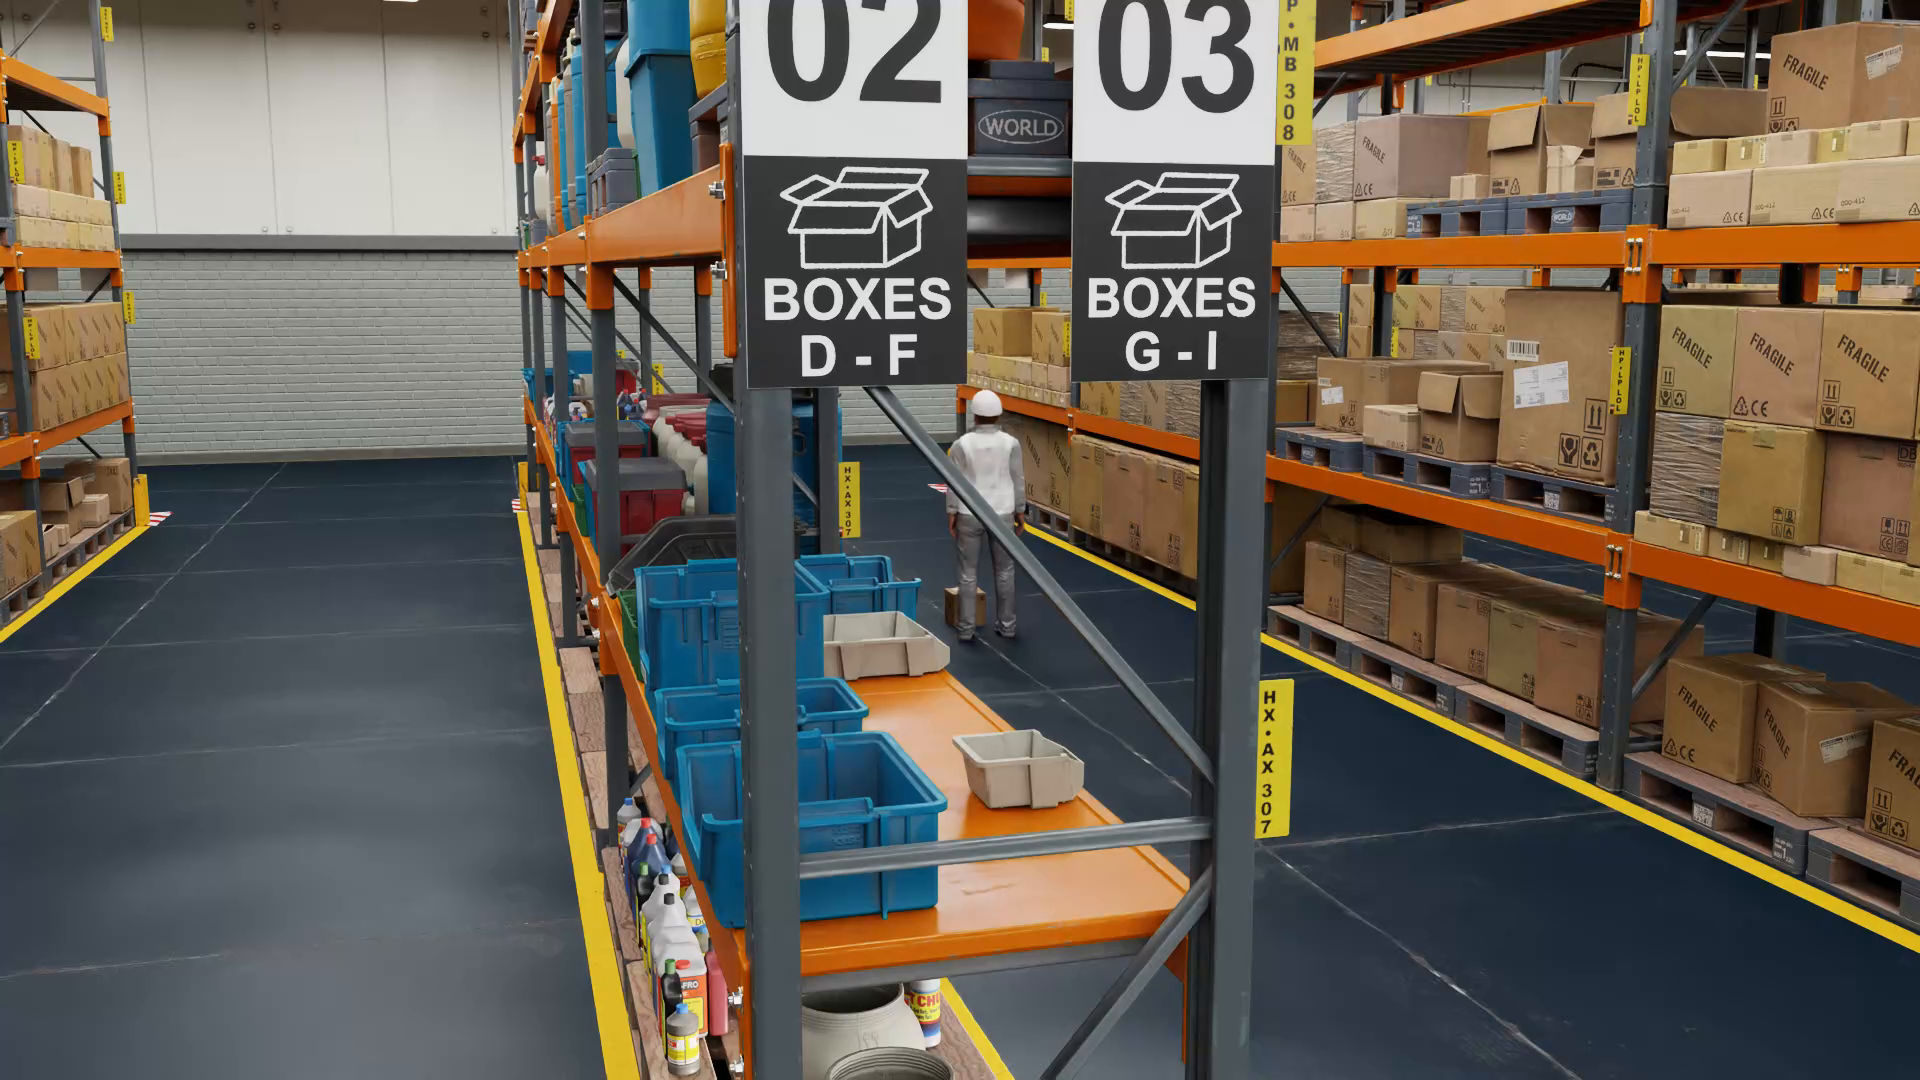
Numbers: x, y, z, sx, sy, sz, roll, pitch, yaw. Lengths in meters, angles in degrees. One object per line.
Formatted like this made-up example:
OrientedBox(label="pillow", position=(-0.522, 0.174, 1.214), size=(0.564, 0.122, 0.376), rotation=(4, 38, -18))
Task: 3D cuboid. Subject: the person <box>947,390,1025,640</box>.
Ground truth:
OrientedBox(label="person", position=(0.180, -0.187, 11.865), size=(0.567, 1.776, 0.392), rotation=(-1, 9, -8))
